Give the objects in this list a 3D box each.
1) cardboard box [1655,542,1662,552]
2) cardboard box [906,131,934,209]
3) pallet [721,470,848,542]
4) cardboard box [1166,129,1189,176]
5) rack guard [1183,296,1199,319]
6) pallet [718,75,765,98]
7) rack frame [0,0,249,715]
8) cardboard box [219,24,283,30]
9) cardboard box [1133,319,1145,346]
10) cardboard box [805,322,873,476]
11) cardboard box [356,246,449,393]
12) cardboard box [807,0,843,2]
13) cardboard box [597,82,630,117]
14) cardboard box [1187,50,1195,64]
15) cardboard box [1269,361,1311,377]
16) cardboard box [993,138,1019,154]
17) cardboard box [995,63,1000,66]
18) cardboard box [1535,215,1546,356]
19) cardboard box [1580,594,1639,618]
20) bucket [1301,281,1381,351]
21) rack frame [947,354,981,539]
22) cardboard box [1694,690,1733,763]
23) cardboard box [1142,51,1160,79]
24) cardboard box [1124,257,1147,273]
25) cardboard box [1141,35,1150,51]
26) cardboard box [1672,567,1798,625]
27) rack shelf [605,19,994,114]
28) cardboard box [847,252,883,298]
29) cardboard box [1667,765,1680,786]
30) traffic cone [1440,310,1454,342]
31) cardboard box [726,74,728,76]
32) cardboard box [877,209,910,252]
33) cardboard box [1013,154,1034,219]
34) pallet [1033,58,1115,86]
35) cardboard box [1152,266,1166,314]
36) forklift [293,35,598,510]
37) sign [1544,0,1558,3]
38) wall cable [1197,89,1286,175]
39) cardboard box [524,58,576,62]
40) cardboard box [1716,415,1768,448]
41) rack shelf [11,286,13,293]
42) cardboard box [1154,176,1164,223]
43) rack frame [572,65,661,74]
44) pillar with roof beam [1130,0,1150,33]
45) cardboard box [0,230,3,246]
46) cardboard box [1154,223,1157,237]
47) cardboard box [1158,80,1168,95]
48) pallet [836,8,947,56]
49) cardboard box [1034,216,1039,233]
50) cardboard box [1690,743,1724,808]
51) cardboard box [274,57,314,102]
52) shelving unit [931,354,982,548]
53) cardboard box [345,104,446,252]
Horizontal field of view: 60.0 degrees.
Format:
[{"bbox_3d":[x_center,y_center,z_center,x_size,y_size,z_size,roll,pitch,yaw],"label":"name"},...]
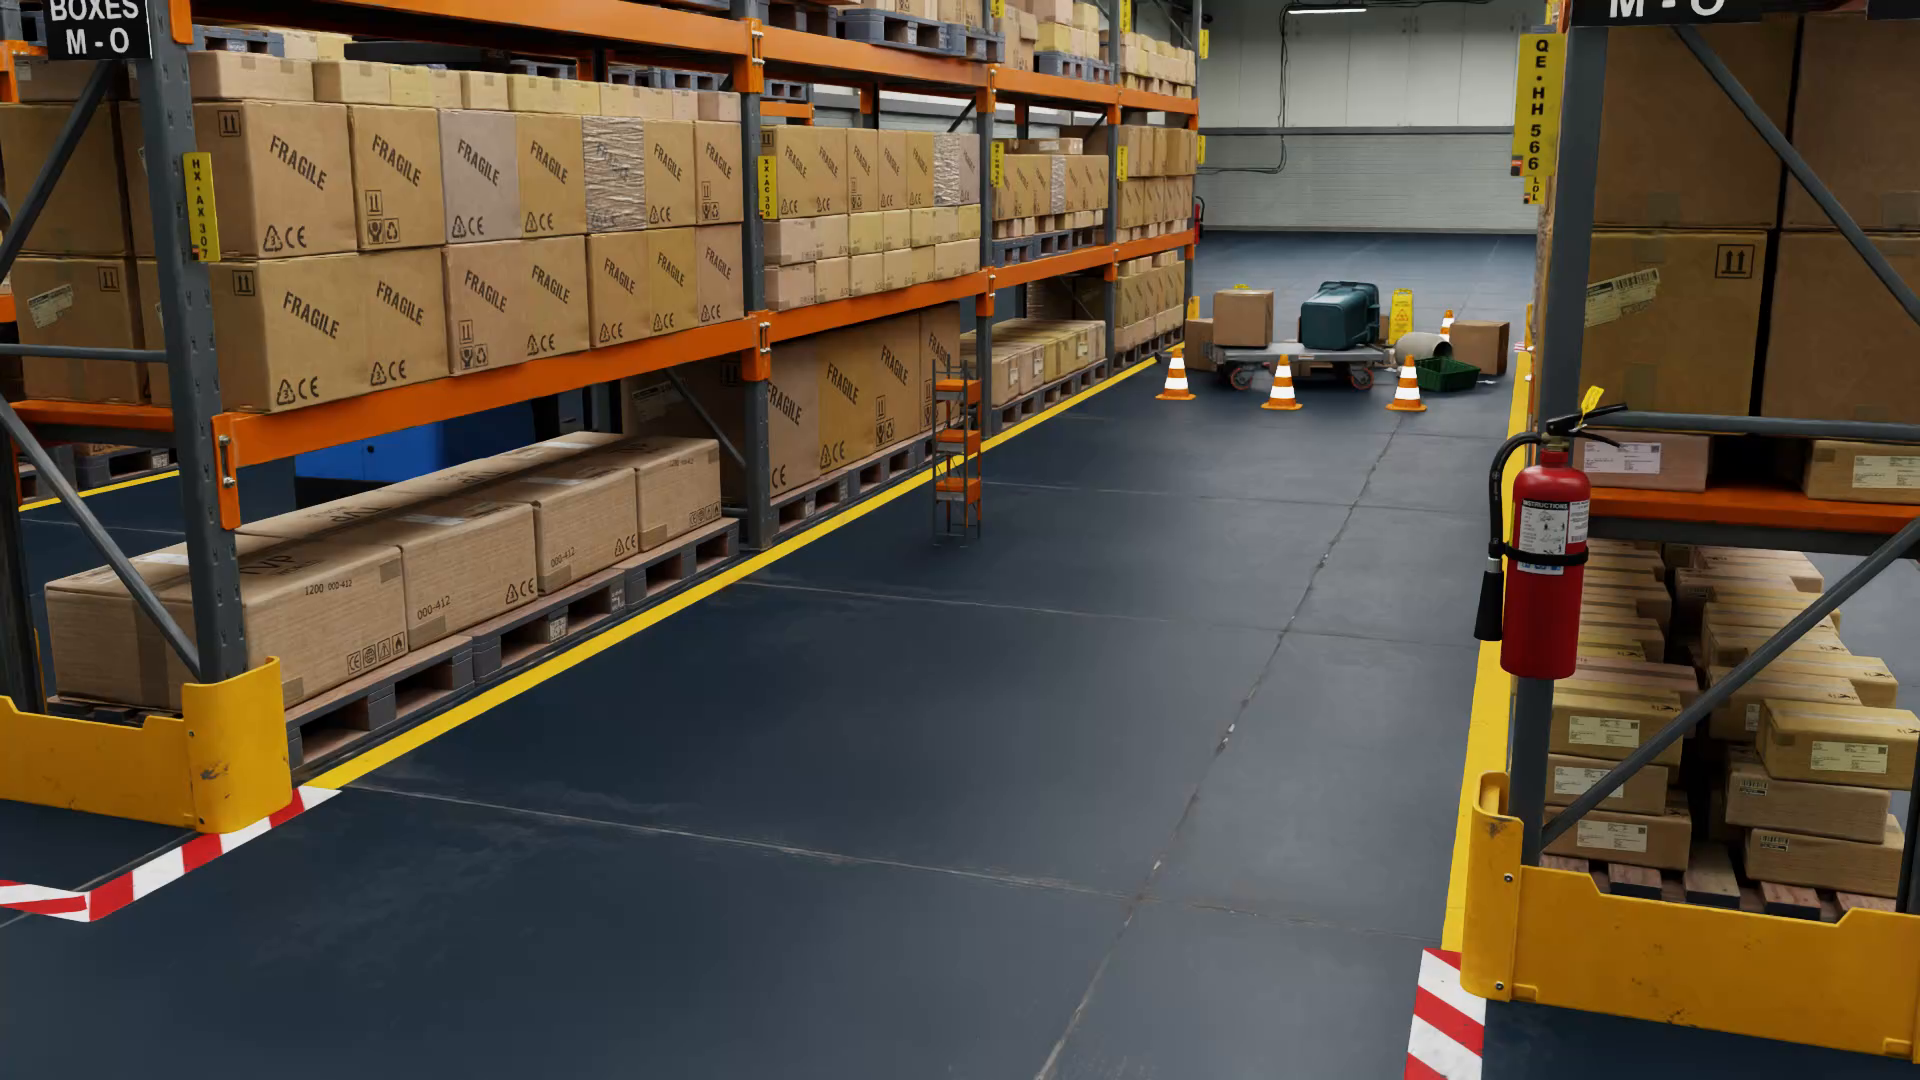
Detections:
[{"bbox_3d":[3.665,-0.225,8.408,0.500,0.500,0.500,5,14,21],"label":"cardboard box"},{"bbox_3d":[-0.493,-2.476,11.123,0.500,0.500,0.500,4,14,18],"label":"cardboard box"},{"bbox_3d":[-1.363,-0.246,10.092,1.003,0.211,1.213,4,14,18],"label":"pallet"},{"bbox_3d":[2.144,-4.302,18.453,0.700,0.500,0.500,4,14,18],"label":"cardboard box"},{"bbox_3d":[2.316,-2.730,20.324,1.175,0.500,0.348,4,14,18],"label":"rack guard"},{"bbox_3d":[-3.003,-5.336,19.581,1.003,0.211,1.213,4,14,18],"label":"pallet"},{"bbox_3d":[-2.836,-0.596,5.357,1.000,3.000,0.127,4,14,18],"label":"rack frame"},{"bbox_3d":[-5.274,-3.859,12.356,0.380,0.149,0.250,5,14,20],"label":"cardboard box"},{"bbox_3d":[1.655,-2.204,17.641,0.500,0.250,0.500,5,14,22],"label":"cardboard box"},{"bbox_3d":[-1.132,-0.934,10.669,0.875,0.875,0.875,5,14,20],"label":"cardboard box"},{"bbox_3d":[-2.272,-0.833,6.173,0.500,0.500,0.500,4,13,18],"label":"cardboard box"},{"bbox_3d":[-0.982,-3.318,9.376,0.500,0.500,0.500,4,13,17],"label":"cardboard box"},{"bbox_3d":[-1.730,-1.993,7.550,0.380,0.149,0.250,4,14,18],"label":"cardboard box"},{"bbox_3d":[2.511,-5.601,19.317,0.380,0.149,0.250,4,14,19],"label":"cardboard box"},{"bbox_3d":[3.341,-1.806,16.805,0.258,0.266,0.396,-5,14,-21],"label":"cardboard box"},{"bbox_3d":[0.306,-3.527,14.906,0.380,0.149,0.250,5,14,22],"label":"cardboard box"},{"bbox_3d":[0.098,-3.785,12.890,0.396,0.266,0.258,4,14,18],"label":"cardboard box"},{"bbox_3d":[2.280,-0.887,5.741,0.500,0.500,0.500,5,14,21],"label":"cardboard box"},{"bbox_3d":[2.089,0.282,5.638,0.380,0.149,0.250,5,14,20],"label":"cardboard box"},{"bbox_3d":[3.626,-2.127,16.006,0.726,0.611,0.620,10,26,38],"label":"bucket"},{"bbox_3d":[0.022,-0.526,9.434,0.200,1.050,0.008,4,14,18],"label":"rack frame"},{"bbox_3d":[2.430,0.576,5.017,0.380,0.149,0.250,5,14,19],"label":"cardboard box"},{"bbox_3d":[1.780,-4.943,17.332,0.500,0.250,0.500,4,14,19],"label":"cardboard box"},{"bbox_3d":[1.755,-2.903,17.560,0.380,0.149,0.250,5,14,21],"label":"cardboard box"},{"bbox_3d":[1.718,-5.059,16.943,0.380,0.149,0.250,4,14,18],"label":"cardboard box"},{"bbox_3d":[2.769,0.210,5.951,0.380,0.149,0.250,4,14,19],"label":"cardboard box"},{"bbox_3d":[-0.895,-2.971,10.638,1.077,0.370,4.000,4,14,18],"label":"rack shelf"},{"bbox_3d":[-0.803,-1.654,10.331,0.500,0.250,0.500,4,14,18],"label":"cardboard box"},{"bbox_3d":[1.917,0.597,4.927,0.380,0.149,0.250,4,13,17],"label":"cardboard box"},{"bbox_3d":[5.542,-2.383,18.888,0.336,0.463,0.334,4,14,18],"label":"traffic cone"},{"bbox_3d":[-2.921,-5.648,19.349,0.797,0.503,0.637,5,14,20],"label":"cardboard box"},{"bbox_3d":[-0.640,-2.004,10.739,0.500,0.250,0.500,4,13,17],"label":"cardboard box"},{"bbox_3d":[0.279,-2.867,13.471,0.500,0.500,0.500,5,14,21],"label":"cardboard box"},{"bbox_3d":[0.746,-4.371,15.578,1.213,0.211,1.003,4,14,18],"label":"pallet"},{"bbox_3d":[1.993,-2.791,18.525,0.500,0.500,0.500,4,13,17],"label":"cardboard box"},{"bbox_3d":[-3.028,-1.790,10.745,1.130,2.935,3.031,4,13,15],"label":"forklift"},{"bbox_3d":[3.946,-3.740,11.051,0.100,0.325,0.005,4,14,18],"label":"sign"},{"bbox_3d":[8.476,-12.492,50.974,3.097,2.526,0.112,4,14,18],"label":"wall cable"},{"bbox_3d":[-3.903,-4.820,16.154,0.500,0.311,0.500,4,13,16],"label":"cardboard box"},{"bbox_3d":[2.430,-0.356,4.873,0.380,0.149,0.250,5,14,21],"label":"cardboard box"},{"bbox_3d":[-5.593,-1.865,12.534,1.077,0.370,4.000,4,14,18],"label":"rack shelf"},{"bbox_3d":[1.912,-3.709,18.102,0.500,0.500,0.500,5,14,19],"label":"cardboard box"},{"bbox_3d":[-3.651,-6.404,17.321,1.000,3.000,0.127,4,14,18],"label":"rack frame"},{"bbox_3d":[8.404,-11.907,41.435,9.100,9.000,0.548,4,14,18],"label":"pillar with roof beam"},{"bbox_3d":[-6.174,-1.742,10.046,0.500,0.250,0.500,5,14,20],"label":"cardboard box"},{"bbox_3d":[1.930,-3.367,18.062,0.380,0.149,0.250,4,14,18],"label":"cardboard box"},{"bbox_3d":[2.035,-4.883,17.962,0.380,0.149,0.250,4,14,18],"label":"cardboard box"},{"bbox_3d":[-0.765,-3.275,10.780,1.003,0.211,1.213,5,14,21],"label":"pallet"},{"bbox_3d":[0.456,-2.704,14.214,0.380,0.149,0.250,5,14,21],"label":"cardboard box"},{"bbox_3d":[2.434,0.724,5.040,0.380,0.149,0.250,5,14,19],"label":"cardboard box"},{"bbox_3d":[-2.442,-1.563,5.666,0.380,0.149,0.250,5,14,20],"label":"cardboard box"},{"bbox_3d":[-0.017,-0.501,9.322,0.215,1.050,0.252,4,14,18],"label":"shelving unit"},{"bbox_3d":[-2.251,-1.322,6.066,0.500,0.500,0.500,4,13,17],"label":"cardboard box"}]
